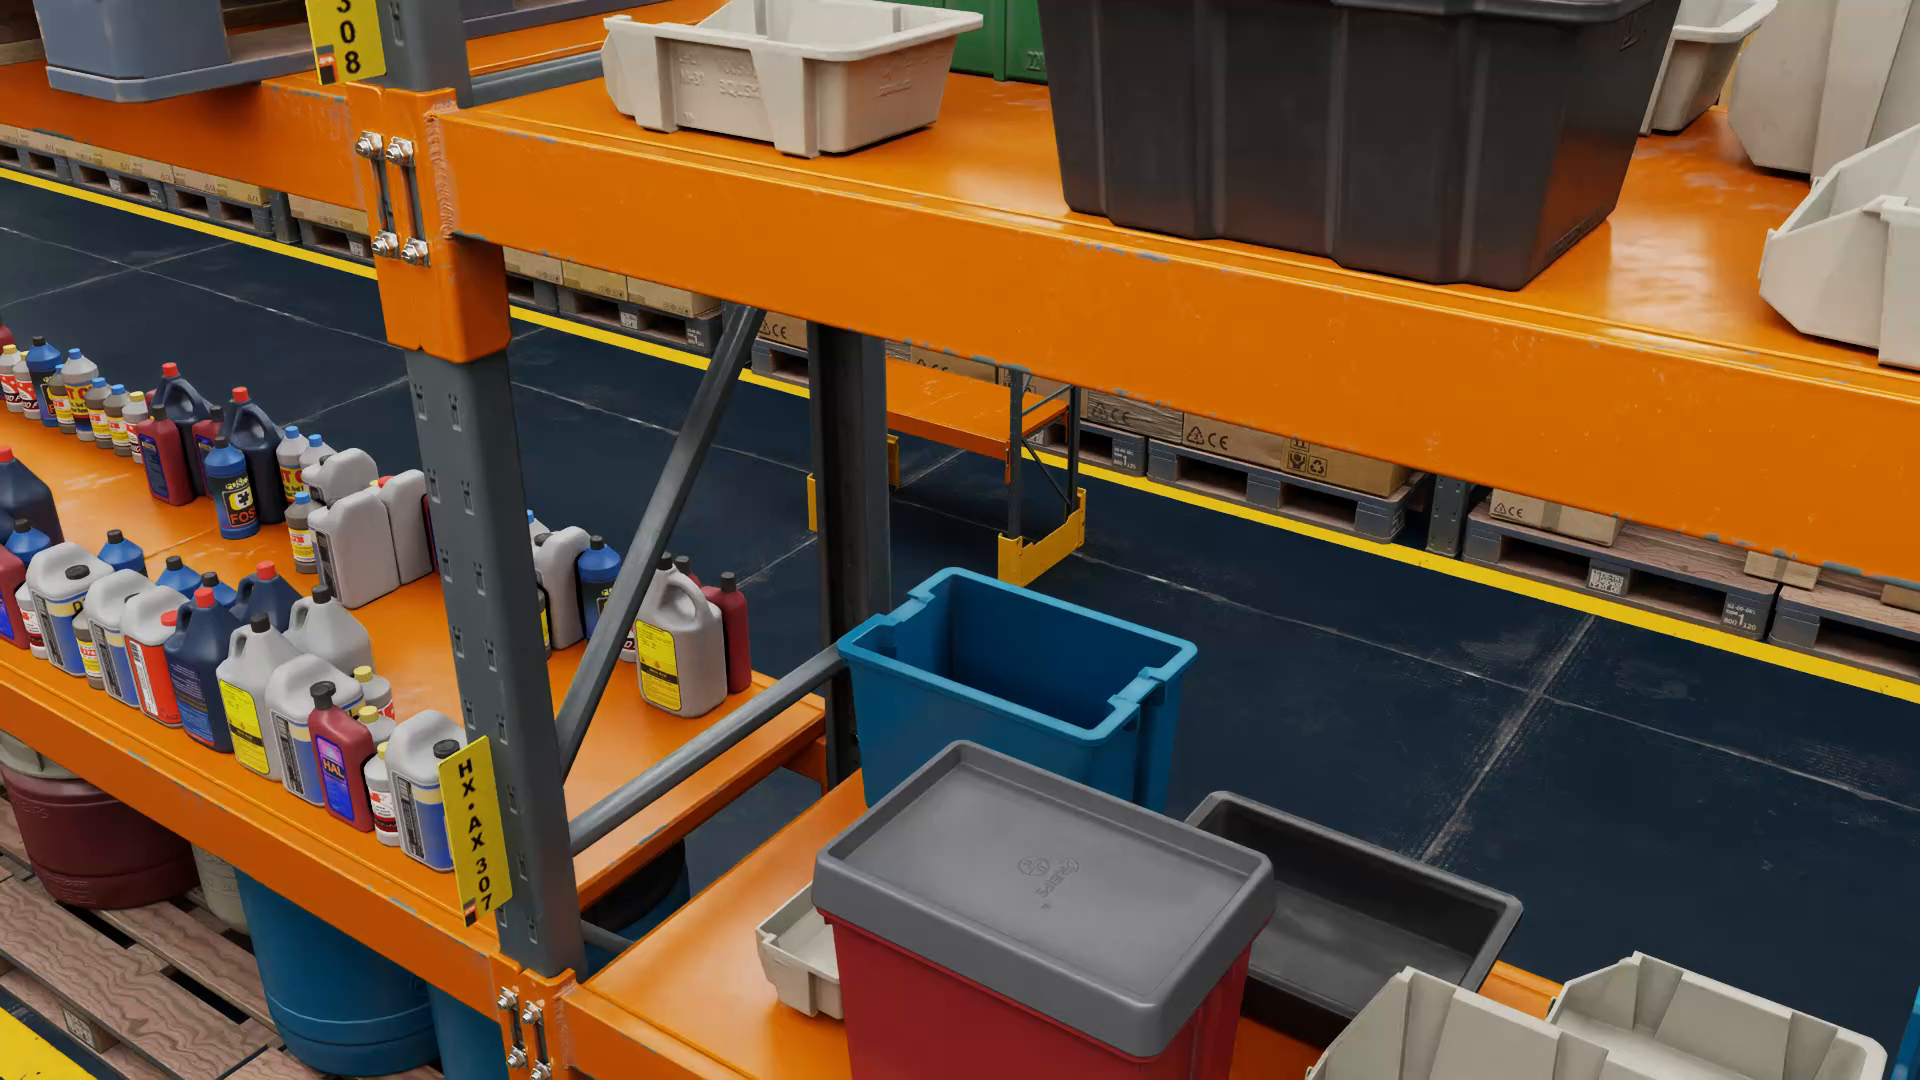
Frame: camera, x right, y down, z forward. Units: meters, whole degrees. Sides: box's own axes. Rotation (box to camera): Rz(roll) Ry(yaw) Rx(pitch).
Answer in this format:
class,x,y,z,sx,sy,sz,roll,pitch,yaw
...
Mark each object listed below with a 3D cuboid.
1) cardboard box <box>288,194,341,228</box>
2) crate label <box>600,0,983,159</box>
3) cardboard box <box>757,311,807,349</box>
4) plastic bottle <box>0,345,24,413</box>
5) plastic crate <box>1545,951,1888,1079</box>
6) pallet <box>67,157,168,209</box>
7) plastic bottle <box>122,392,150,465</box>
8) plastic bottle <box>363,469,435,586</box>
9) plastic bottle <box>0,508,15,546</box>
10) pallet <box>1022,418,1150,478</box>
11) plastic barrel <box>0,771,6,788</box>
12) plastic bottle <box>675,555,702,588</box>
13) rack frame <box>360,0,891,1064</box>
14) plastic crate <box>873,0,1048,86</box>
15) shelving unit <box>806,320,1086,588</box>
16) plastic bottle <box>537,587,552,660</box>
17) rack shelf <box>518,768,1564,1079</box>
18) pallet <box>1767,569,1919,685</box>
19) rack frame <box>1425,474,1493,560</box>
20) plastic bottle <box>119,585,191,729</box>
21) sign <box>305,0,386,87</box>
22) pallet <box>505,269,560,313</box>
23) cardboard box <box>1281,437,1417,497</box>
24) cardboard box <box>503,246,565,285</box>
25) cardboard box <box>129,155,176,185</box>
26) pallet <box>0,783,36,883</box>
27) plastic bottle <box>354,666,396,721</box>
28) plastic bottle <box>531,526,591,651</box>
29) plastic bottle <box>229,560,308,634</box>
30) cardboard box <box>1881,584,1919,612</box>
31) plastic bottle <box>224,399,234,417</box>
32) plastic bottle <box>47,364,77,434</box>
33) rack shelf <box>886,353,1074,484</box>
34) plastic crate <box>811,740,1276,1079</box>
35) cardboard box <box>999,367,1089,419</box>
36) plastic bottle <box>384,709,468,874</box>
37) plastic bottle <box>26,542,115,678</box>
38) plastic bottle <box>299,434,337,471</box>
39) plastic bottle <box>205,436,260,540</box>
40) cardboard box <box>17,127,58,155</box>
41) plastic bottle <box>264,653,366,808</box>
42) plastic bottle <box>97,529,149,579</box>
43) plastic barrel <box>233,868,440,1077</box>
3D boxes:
class,x,y,z,sx,sy,sz,roll,pitch,yaw
cardboard box,-4.068,-2.276,10.984,0.500,0.250,0.500,16,31,29
crate label,-0.233,-0.591,2.088,0.466,0.136,0.293,17,32,30
cardboard box,-0.749,-1.342,8.851,0.500,0.500,0.500,19,32,32
plastic bottle,-2.920,-0.504,5.153,0.097,0.201,0.097,0,27,0
plastic crate,1.132,0.820,2.556,0.466,0.136,0.293,17,32,30
pallet,-5.902,-2.801,12.521,1.213,0.211,1.003,17,32,30
plastic bottle,-2.359,-0.329,4.809,0.097,0.201,0.097,0,27,0
plastic bottle,-1.402,-0.049,4.177,0.135,0.276,0.152,17,32,30
plastic bottle,-2.324,0.020,3.958,0.185,0.351,0.144,17,32,30
pallet,0.633,-0.721,8.435,1.213,0.211,1.003,17,32,30
plastic barrel,-2.841,0.520,5.202,0.421,0.512,0.421,0,27,0
plastic bottle,-0.644,0.158,3.760,0.133,0.283,0.061,17,32,30
rack frame,-0.475,0.396,3.166,0.053,2.616,0.949,17,32,30
plastic crate,0.047,-0.852,2.544,0.662,0.188,0.450,17,32,30
shelving unit,-0.063,-0.688,6.948,1.083,1.500,0.587,17,32,30
plastic bottle,-0.996,0.179,3.810,0.097,0.201,0.097,0,27,0
rack shelf,1.175,1.229,2.322,4.000,0.370,1.077,17,32,30
pallet,3.910,0.276,6.475,1.213,0.211,1.003,17,32,30
rack frame,2.334,-1.457,6.805,0.127,3.000,1.000,17,32,30
plastic bottle,-1.698,0.246,3.596,0.135,0.276,0.152,17,32,30
sign,-0.786,-0.741,2.082,0.005,0.325,0.100,17,32,30
pallet,-2.621,-1.781,10.516,1.213,0.211,1.003,17,32,30
cardboard box,1.765,-0.558,7.311,0.500,0.500,0.500,17,32,30
cardboard box,-2.374,-1.751,9.951,0.500,0.250,0.500,18,32,31
cardboard box,-5.593,-2.765,11.944,0.500,0.250,0.500,17,32,30
pallet,-3.097,0.797,5.452,1.213,0.211,1.003,17,32,30
plastic bottle,-1.227,0.357,3.460,0.097,0.201,0.097,0,27,0
plastic bottle,-0.941,0.094,3.894,0.135,0.276,0.152,17,32,30
plastic bottle,-1.487,0.201,3.602,0.185,0.351,0.144,17,32,30
cardboard box,3.886,-0.060,6.327,0.637,0.503,0.797,17,32,30
plastic bottle,-1.991,-0.261,4.585,0.133,0.283,0.061,17,32,30
plastic bottle,-2.680,-0.429,5.005,0.097,0.201,0.097,0,27,0
rack shelf,-0.070,-0.530,7.034,1.000,0.185,0.538,17,32,30
plastic crate,0.121,0.662,2.505,0.583,0.464,0.402,17,32,30
cardboard box,0.529,-0.947,8.074,0.500,0.500,0.500,16,31,29
plastic bottle,-0.981,0.469,3.157,0.135,0.276,0.152,17,32,30
plastic bottle,-2.000,0.152,3.781,0.135,0.276,0.152,17,32,30
plastic bottle,-1.673,-0.147,4.373,0.097,0.271,0.097,0,27,0
plastic bottle,-1.916,-0.143,4.366,0.097,0.271,0.097,0,27,0
cardboard box,-6.827,-3.152,12.705,0.500,0.250,0.500,17,32,30
plastic bottle,-1.282,0.375,3.342,0.135,0.276,0.152,17,32,30
plastic bottle,-1.945,0.102,3.883,0.097,0.271,0.097,0,27,0
plastic barrel,-1.496,0.814,4.193,0.708,0.901,0.600,17,32,30
